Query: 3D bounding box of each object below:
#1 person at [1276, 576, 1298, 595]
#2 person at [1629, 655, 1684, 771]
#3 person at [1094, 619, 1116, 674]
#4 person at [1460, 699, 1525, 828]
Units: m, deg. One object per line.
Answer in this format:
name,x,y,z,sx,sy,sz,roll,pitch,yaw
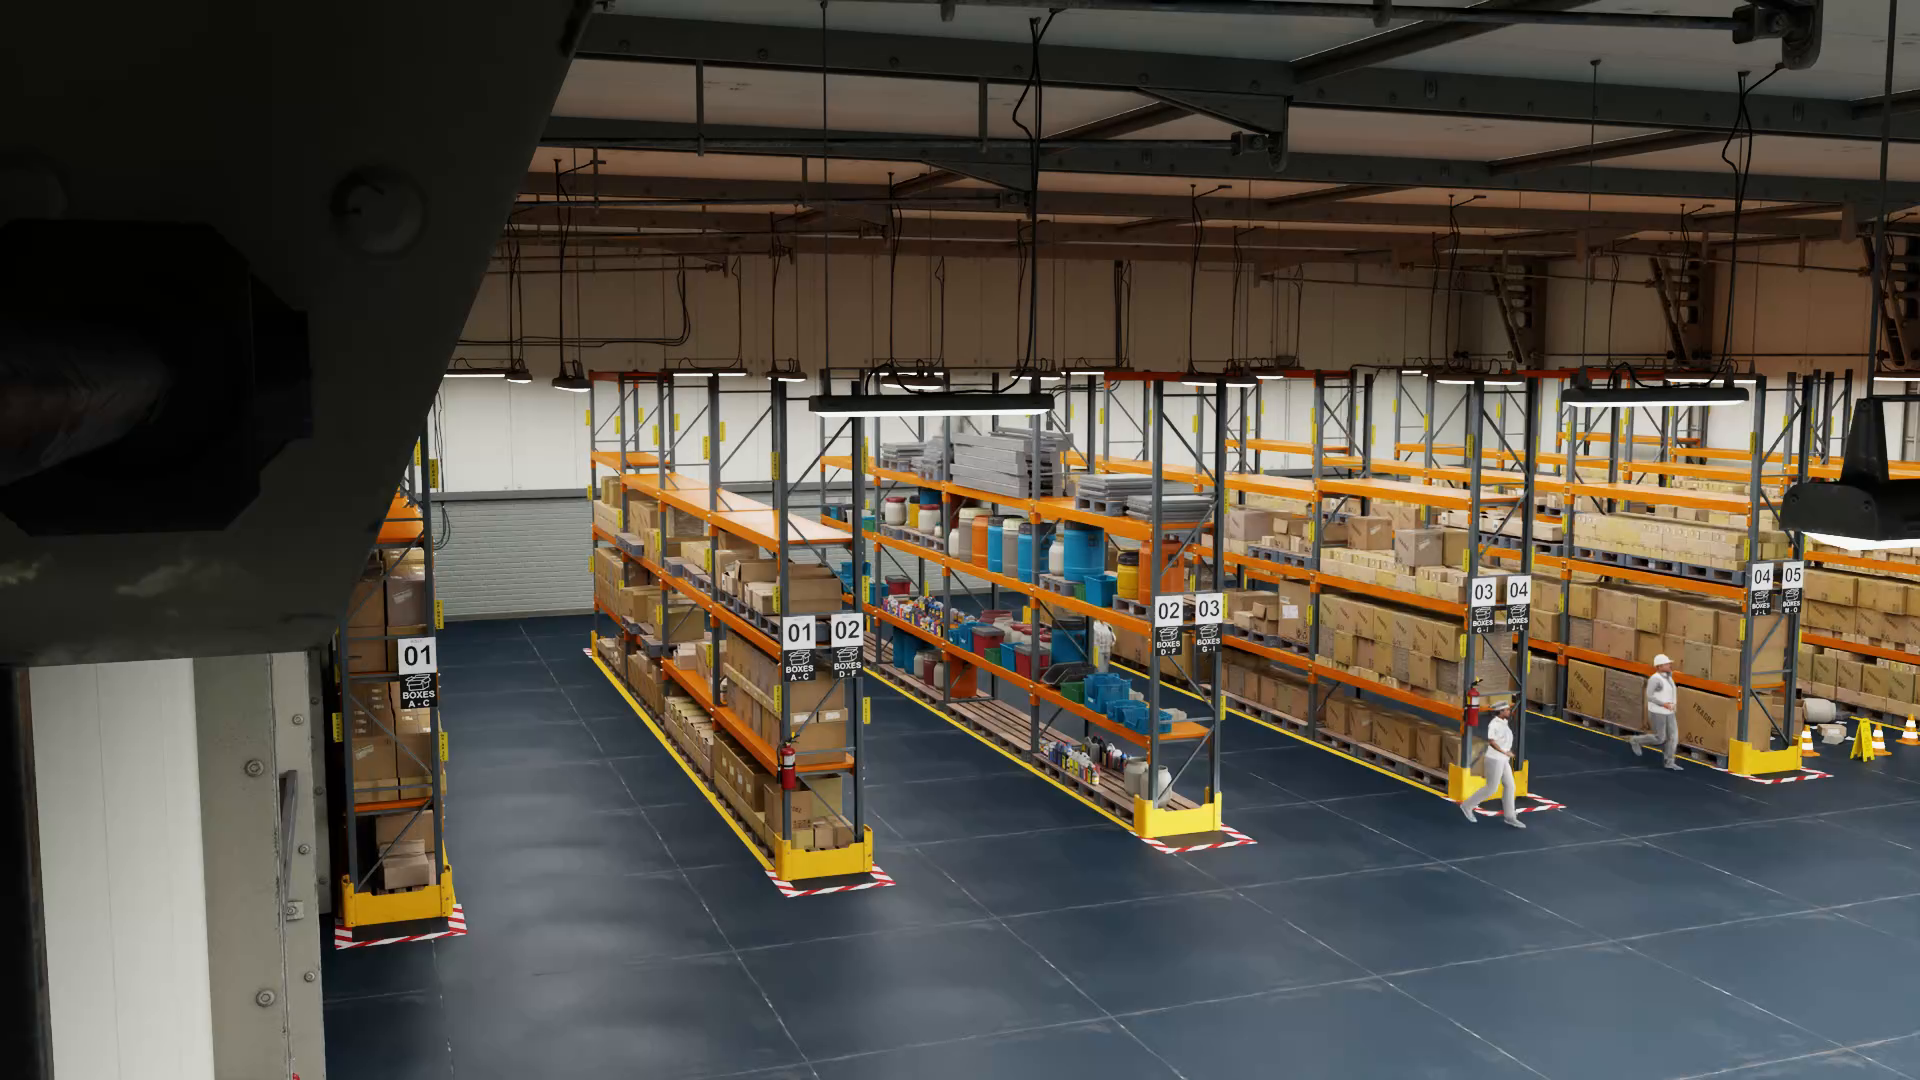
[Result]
person,7.037,1.556,35.093,0.661,1.732,0.957,-3,7,-23
person,10.739,2.627,25.534,0.664,1.758,0.845,-5,8,-38
person,2.598,2.073,30.565,0.628,1.683,0.813,-4,8,-33
person,7.271,2.987,22.494,0.854,1.674,0.660,4,7,29
